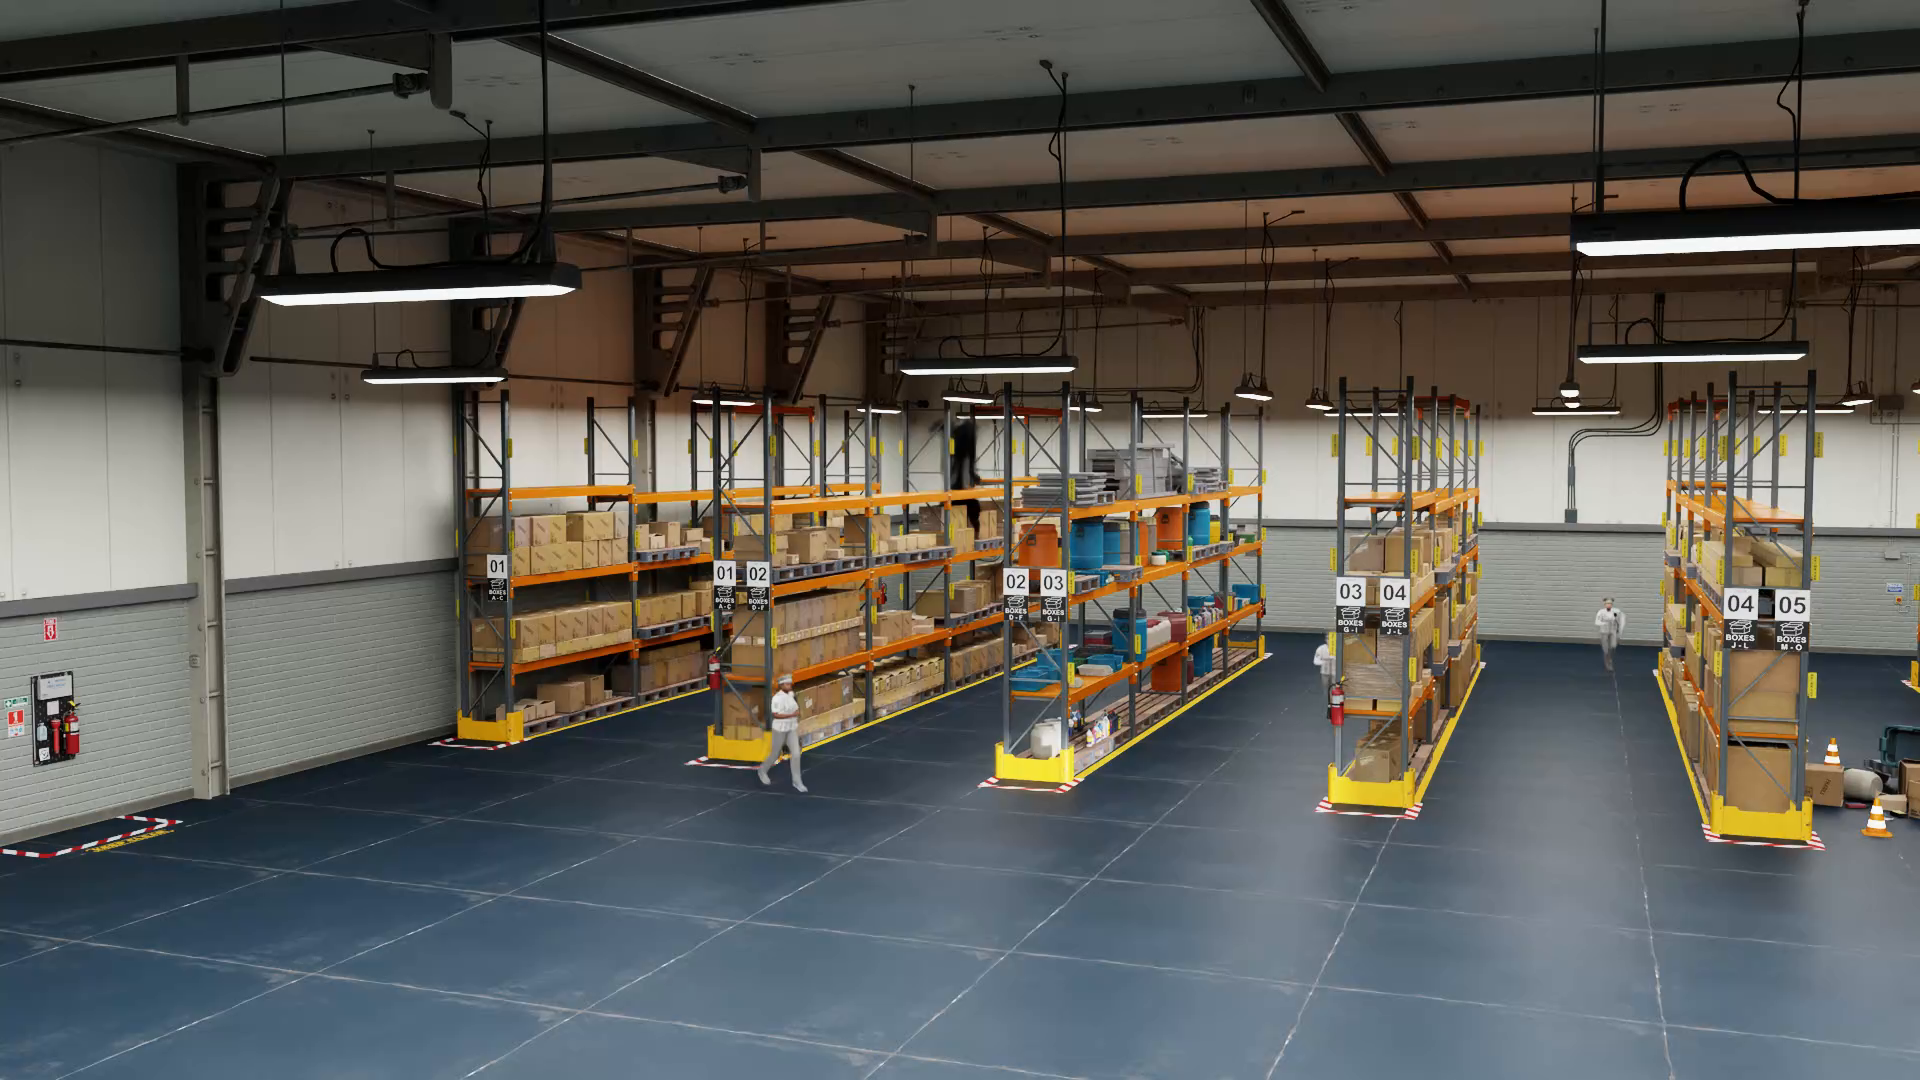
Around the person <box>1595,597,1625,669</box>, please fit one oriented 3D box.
[{"bbox_3d":[14.606,2.098,37.363,0.647,1.643,0.752,1,3,15],"label":"person"}]

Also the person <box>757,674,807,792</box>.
[{"bbox_3d":[-2.591,2.794,24.313,0.929,1.694,0.566,3,4,40],"label":"person"}]

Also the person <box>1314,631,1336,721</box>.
[{"bbox_3d":[6.819,2.475,30.494,0.643,1.662,0.778,1,3,16],"label":"person"}]
